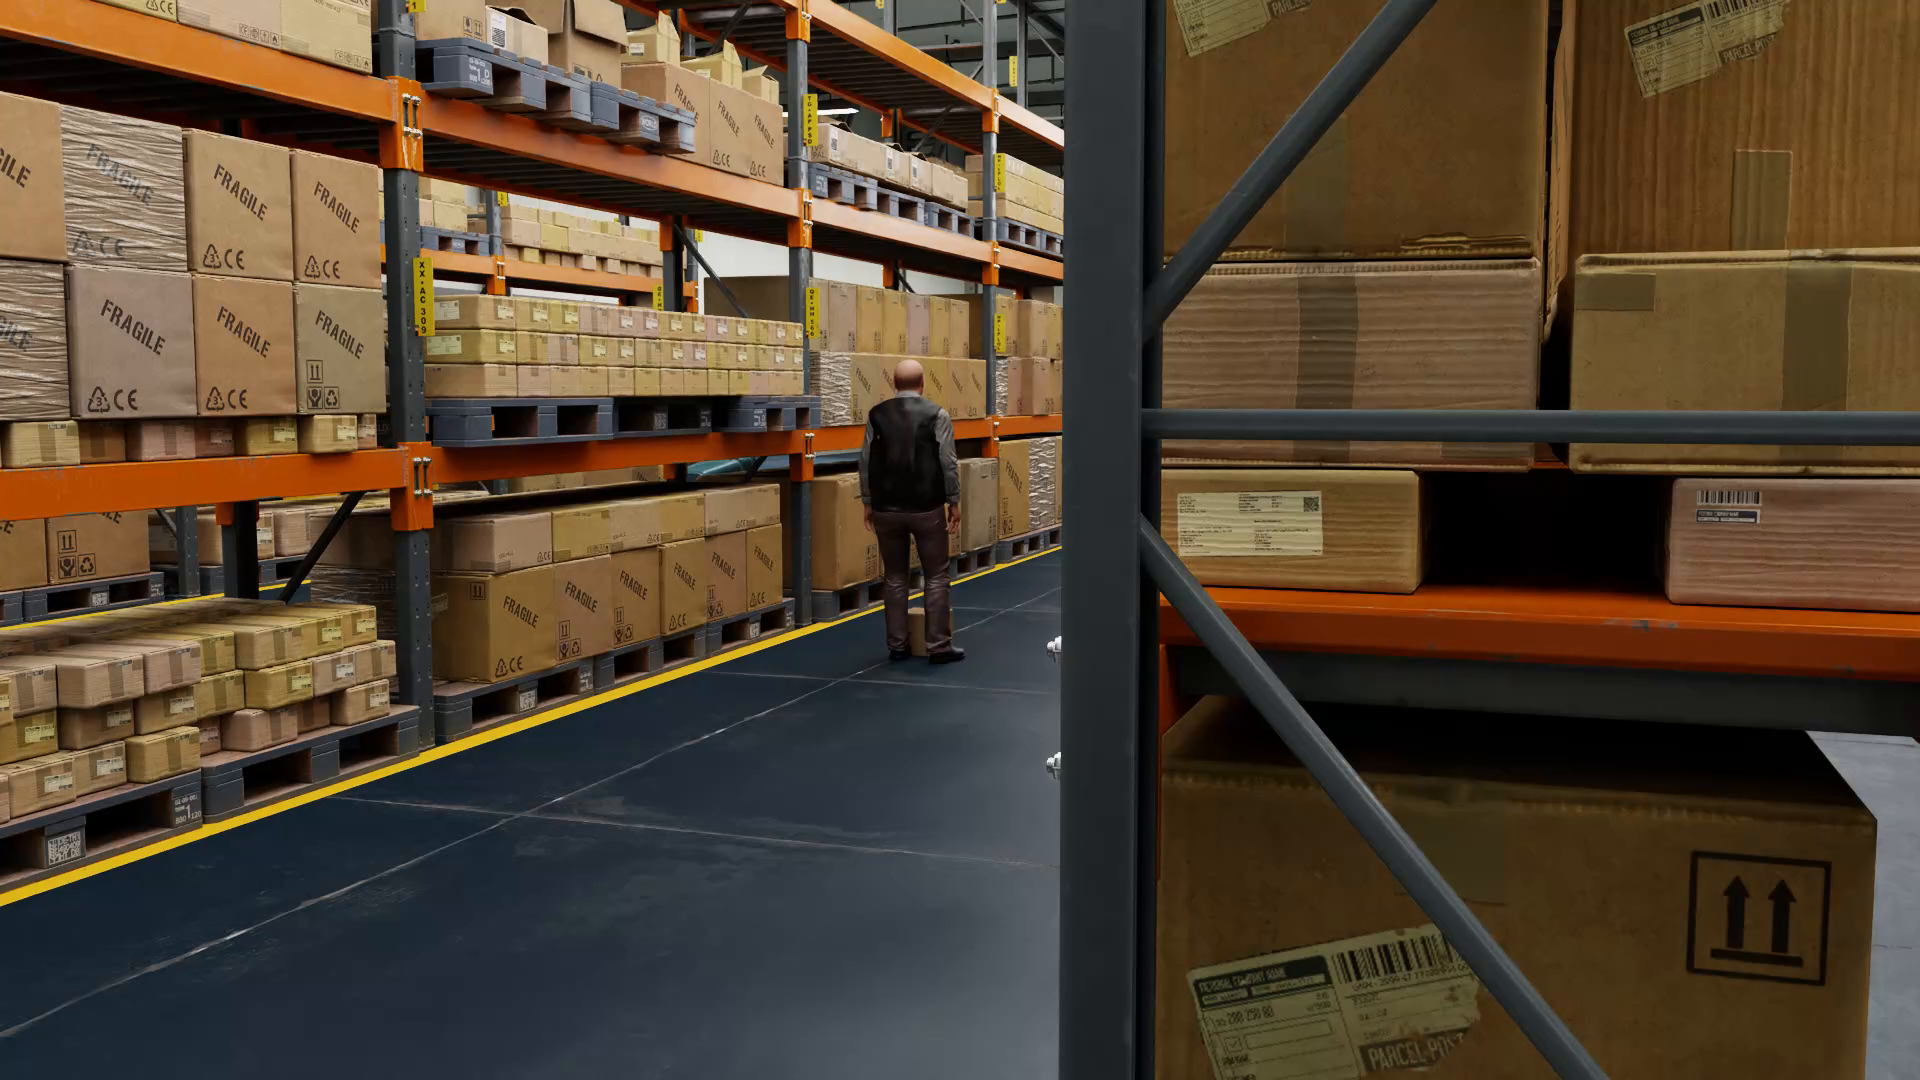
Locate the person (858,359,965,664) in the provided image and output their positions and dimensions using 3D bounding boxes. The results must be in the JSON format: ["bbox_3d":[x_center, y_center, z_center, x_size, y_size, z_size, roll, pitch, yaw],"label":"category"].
[{"bbox_3d":[-0.279,-0.168,9.485,0.592,1.720,0.474,1,5,15],"label":"person"}]
